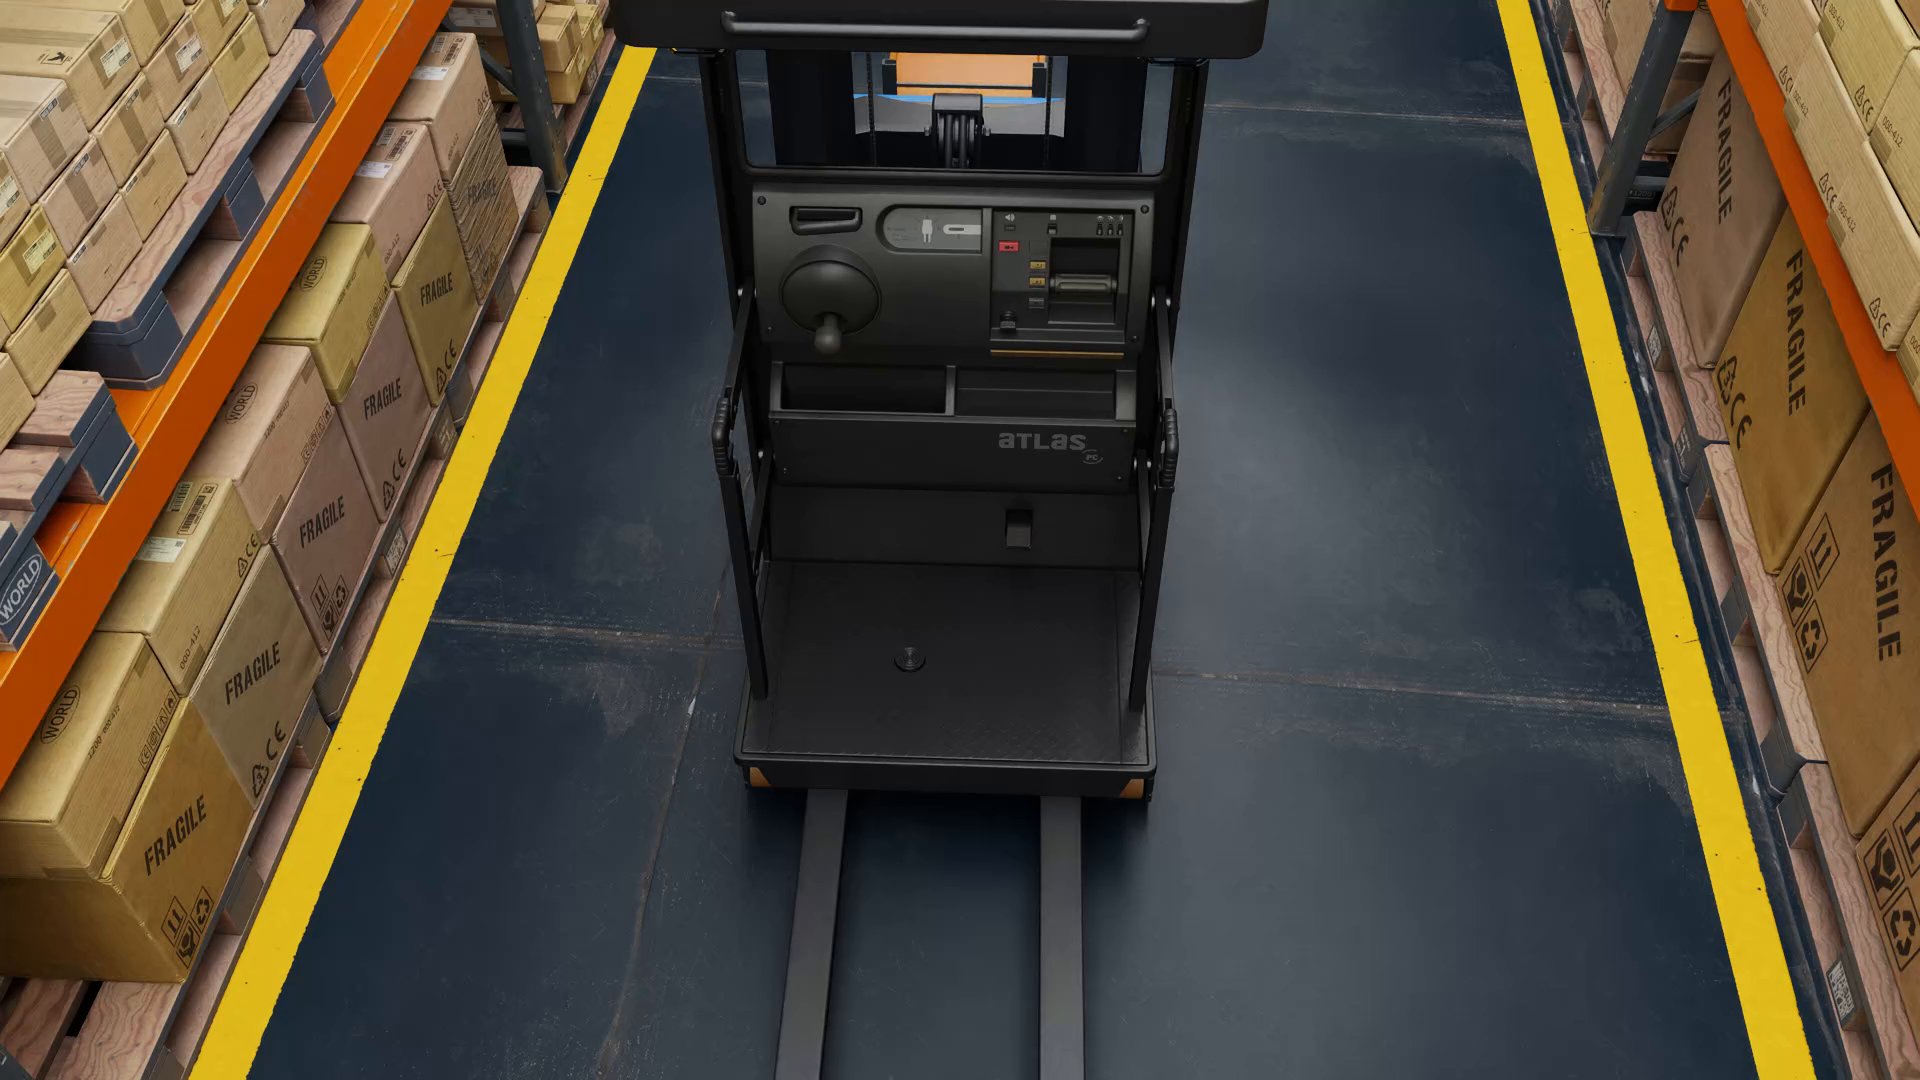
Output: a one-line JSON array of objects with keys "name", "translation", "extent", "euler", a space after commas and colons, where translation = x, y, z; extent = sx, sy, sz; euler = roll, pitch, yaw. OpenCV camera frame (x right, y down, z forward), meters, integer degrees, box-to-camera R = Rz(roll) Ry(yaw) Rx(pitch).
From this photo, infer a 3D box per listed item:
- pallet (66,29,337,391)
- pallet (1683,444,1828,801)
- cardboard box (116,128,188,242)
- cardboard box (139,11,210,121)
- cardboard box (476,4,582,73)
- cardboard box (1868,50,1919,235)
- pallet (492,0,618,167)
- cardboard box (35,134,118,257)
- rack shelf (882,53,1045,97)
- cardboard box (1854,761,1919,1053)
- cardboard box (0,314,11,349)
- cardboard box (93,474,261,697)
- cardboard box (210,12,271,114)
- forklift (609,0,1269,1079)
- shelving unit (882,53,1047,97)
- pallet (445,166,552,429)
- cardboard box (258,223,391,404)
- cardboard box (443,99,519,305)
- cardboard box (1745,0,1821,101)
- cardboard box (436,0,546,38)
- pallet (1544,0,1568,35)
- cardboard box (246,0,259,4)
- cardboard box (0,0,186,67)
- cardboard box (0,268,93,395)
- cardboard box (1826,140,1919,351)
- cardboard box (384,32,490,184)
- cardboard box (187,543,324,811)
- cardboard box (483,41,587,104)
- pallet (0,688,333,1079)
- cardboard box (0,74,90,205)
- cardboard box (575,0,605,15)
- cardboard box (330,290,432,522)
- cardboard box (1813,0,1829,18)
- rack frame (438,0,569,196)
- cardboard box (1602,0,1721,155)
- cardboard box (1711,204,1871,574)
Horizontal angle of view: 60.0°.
[{"name": "pallet", "translation": [-2.272, -0.884, 4.156], "extent": [1.003, 0.211, 1.213], "euler": [4, 48, 4]}, {"name": "pallet", "translation": [2.788, 0.240, 4.887], "extent": [1.003, 0.211, 1.213], "euler": [4, 48, 4]}, {"name": "cardboard box", "translation": [-2.051, -0.838, 3.869], "extent": [0.380, 0.149, 0.250], "euler": [4, 48, 4]}, {"name": "cardboard box", "translation": [-2.031, -1.135, 3.940], "extent": [0.380, 0.149, 0.250], "euler": [5, 48, 5]}, {"name": "cardboard box", "translation": [-1.695, -1.956, 6.452], "extent": [0.380, 0.149, 0.250], "euler": [6, 48, 5]}, {"name": "cardboard box", "translation": [2.435, -0.860, 3.767], "extent": [0.500, 0.250, 0.500], "euler": [3, 48, 2]}, {"name": "pallet", "translation": [-2.021, -1.986, 6.923], "extent": [1.003, 0.211, 1.213], "euler": [4, 48, 4]}, {"name": "cardboard box", "translation": [-2.077, -0.755, 3.592], "extent": [0.380, 0.149, 0.250], "euler": [4, 48, 4]}, {"name": "rack shelf", "translation": [0.033, -1.644, 5.595], "extent": [0.538, 0.278, 1.000], "euler": [2, 48, 2]}, {"name": "cardboard box", "translation": [2.673, 0.841, 3.604], "extent": [0.875, 0.875, 0.875], "euler": [3, 48, 3]}, {"name": "cardboard box", "translation": [-2.123, -0.386, 3.255], "extent": [0.380, 0.149, 0.250], "euler": [3, 48, 2]}, {"name": "cardboard box", "translation": [-2.061, 0.094, 4.032], "extent": [0.500, 0.250, 0.500], "euler": [3, 48, 3]}, {"name": "cardboard box", "translation": [-2.001, -1.225, 4.223], "extent": [0.380, 0.149, 0.250], "euler": [6, 48, 5]}, {"name": "forklift", "translation": [-0.023, -0.525, 3.744], "extent": [1.130, 2.935, 3.031], "euler": [2, 48, 1]}, {"name": "shelving unit", "translation": [0.033, -1.447, 5.811], "extent": [0.538, 1.125, 1.048], "euler": [2, 48, 2]}, {"name": "pallet", "translation": [-2.116, -0.917, 5.946], "extent": [1.003, 0.211, 1.213], "euler": [4, 48, 4]}, {"name": "cardboard box", "translation": [-1.957, -0.651, 4.714], "extent": [0.500, 0.250, 0.500], "euler": [2, 48, 2]}, {"name": "cardboard box", "translation": [-1.863, -1.168, 5.695], "extent": [0.500, 0.500, 0.500], "euler": [3, 48, 3]}, {"name": "cardboard box", "translation": [2.543, -1.436, 4.632], "extent": [0.500, 0.250, 0.500], "euler": [3, 48, 3]}, {"name": "cardboard box", "translation": [-1.809, -2.050, 6.337], "extent": [0.380, 0.149, 0.250], "euler": [6, 48, 5]}, {"name": "pallet", "translation": [3.148, -2.683, 7.561], "extent": [1.003, 0.211, 1.213], "euler": [4, 48, 4]}, {"name": "cardboard box", "translation": [-1.980, -1.514, 4.286], "extent": [0.380, 0.149, 0.250], "euler": [2, 48, 2]}, {"name": "cardboard box", "translation": [-2.031, -1.225, 3.820], "extent": [0.380, 0.149, 0.250], "euler": [3, 48, 3]}, {"name": "cardboard box", "translation": [-2.098, -0.457, 3.521], "extent": [0.380, 0.149, 0.250], "euler": [6, 48, 5]}, {"name": "cardboard box", "translation": [2.426, -0.693, 3.953], "extent": [0.500, 0.250, 0.500], "euler": [3, 48, 3]}, {"name": "cardboard box", "translation": [-1.863, -1.418, 5.415], "extent": [0.500, 0.250, 0.500], "euler": [3, 48, 2]}, {"name": "cardboard box", "translation": [-2.050, 0.338, 4.317], "extent": [0.500, 0.500, 0.500], "euler": [4, 48, 4]}, {"name": "cardboard box", "translation": [-1.694, -1.856, 6.562], "extent": [0.380, 0.149, 0.250], "euler": [2, 48, 2]}, {"name": "pallet", "translation": [-2.338, 0.876, 4.306], "extent": [1.003, 0.211, 1.213], "euler": [4, 48, 4]}, {"name": "cardboard box", "translation": [-2.080, -0.847, 3.474], "extent": [0.380, 0.149, 0.250], "euler": [6, 48, 5]}, {"name": "cardboard box", "translation": [-1.698, -2.238, 6.912], "extent": [0.380, 0.149, 0.250], "euler": [4, 48, 3]}, {"name": "cardboard box", "translation": [-1.961, -0.414, 5.006], "extent": [0.500, 0.500, 0.500], "euler": [3, 48, 3]}, {"name": "cardboard box", "translation": [2.552, -1.601, 4.444], "extent": [0.500, 0.250, 0.500], "euler": [5, 48, 4]}, {"name": "rack frame", "translation": [-2.047, -2.431, 5.440], "extent": [1.000, 3.000, 0.127], "euler": [4, 48, 4]}, {"name": "cardboard box", "translation": [3.056, -1.903, 6.410], "extent": [0.875, 0.438, 0.875], "euler": [3, 48, 3]}, {"name": "cardboard box", "translation": [2.841, -0.472, 4.804], "extent": [0.875, 0.875, 0.875], "euler": [5, 48, 5]}]
